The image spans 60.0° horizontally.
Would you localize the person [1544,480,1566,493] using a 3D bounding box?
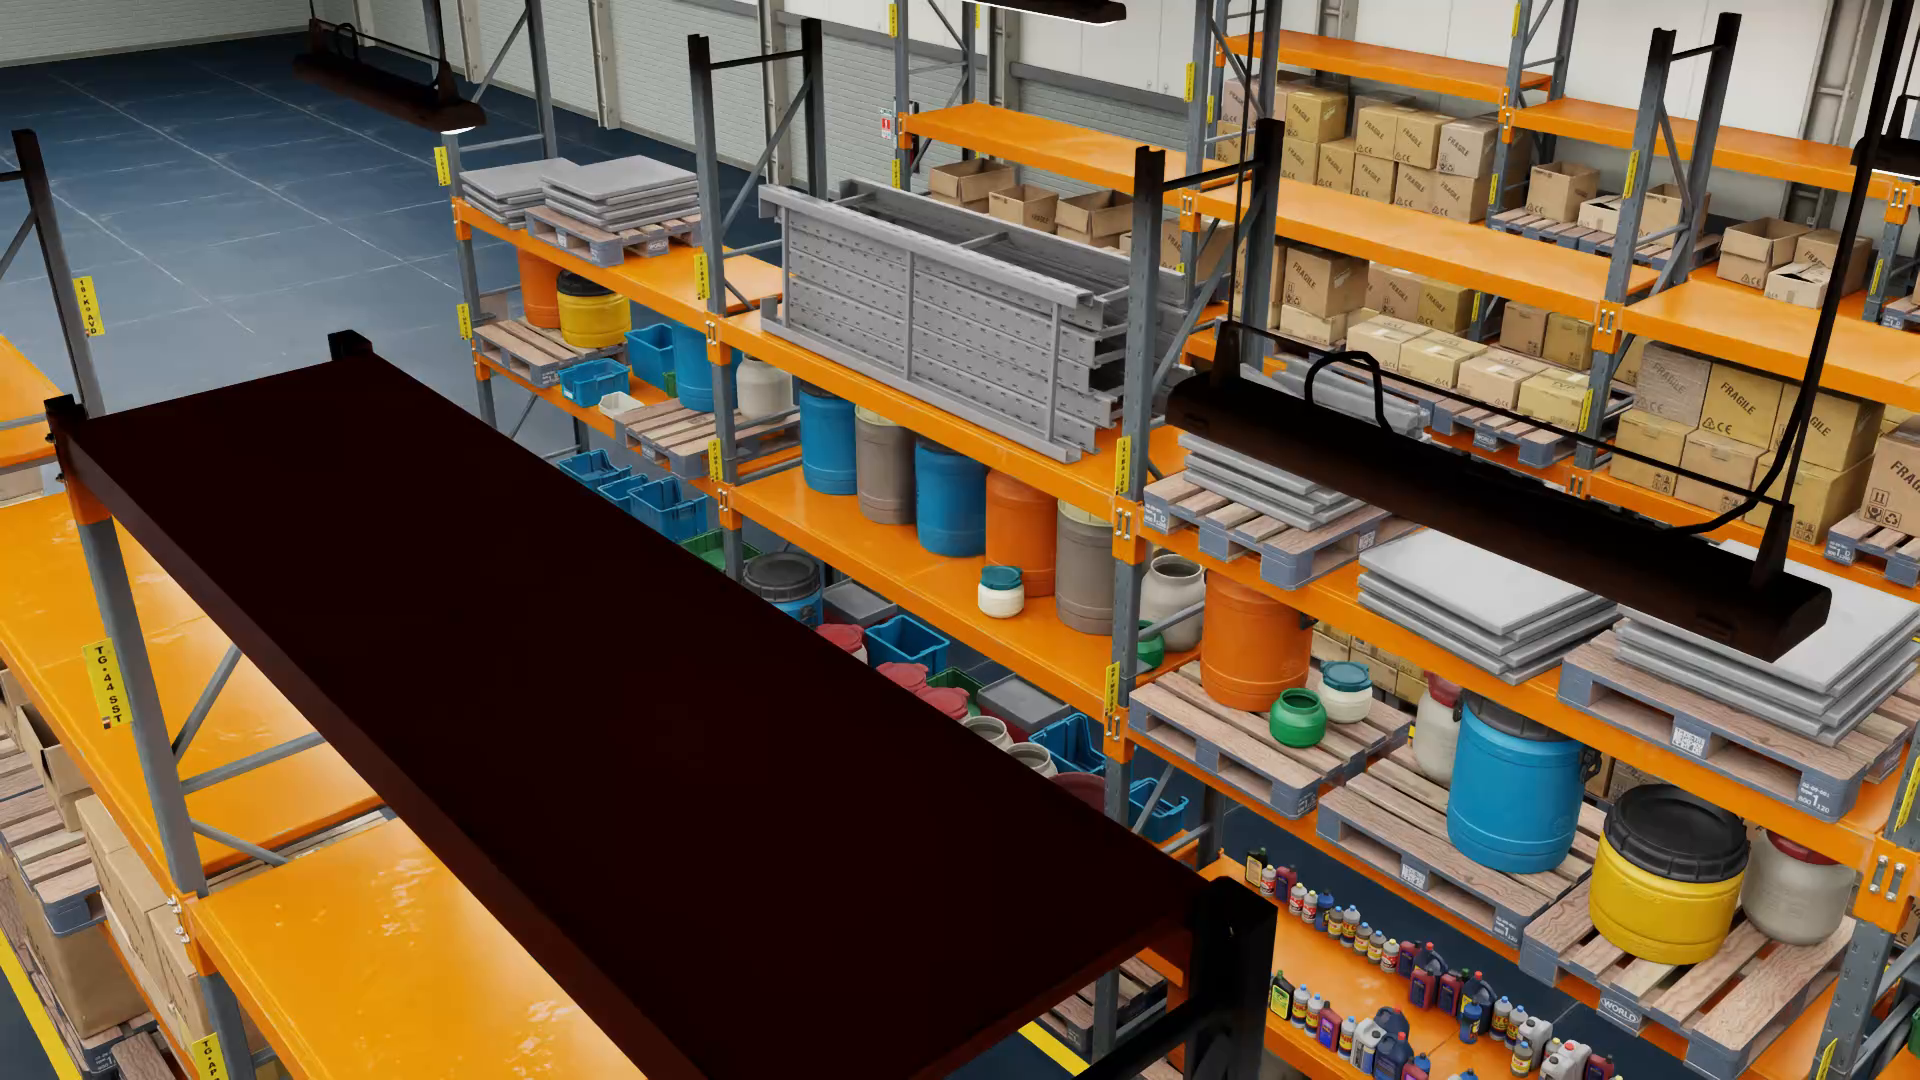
[{"bbox_3d":[5.776,-0.385,16.376,0.923,1.757,0.638,17,32,30],"label":"person"}]
